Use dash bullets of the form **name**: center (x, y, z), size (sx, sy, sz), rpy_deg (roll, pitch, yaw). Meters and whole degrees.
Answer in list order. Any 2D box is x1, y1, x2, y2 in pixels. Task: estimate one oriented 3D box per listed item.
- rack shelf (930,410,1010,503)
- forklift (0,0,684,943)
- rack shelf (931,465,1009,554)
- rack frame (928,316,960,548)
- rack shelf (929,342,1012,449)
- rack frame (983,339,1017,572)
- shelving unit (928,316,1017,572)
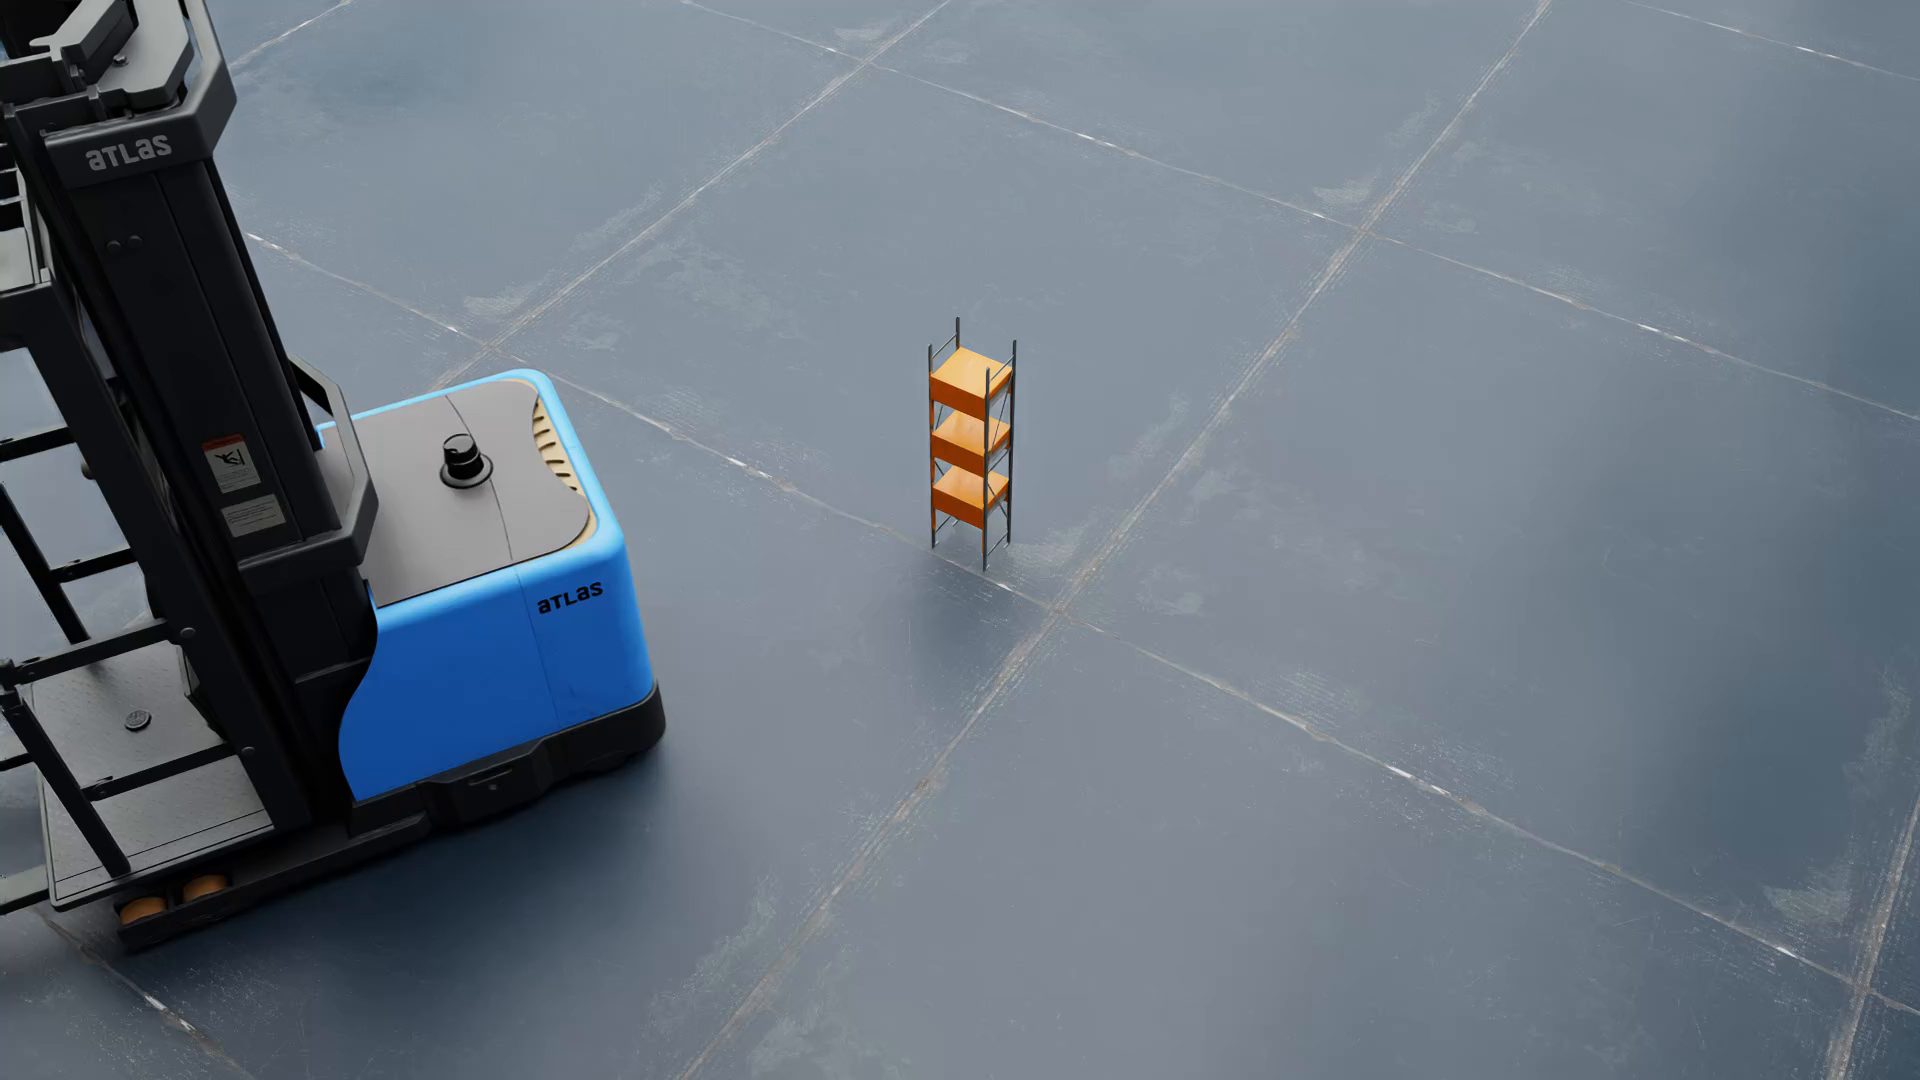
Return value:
- **rack shelf**: center (0.045, -0.338, 6.361), size (0.240, 0.259, 0.215), rpy_deg (25, 51, 22)
- **forklift**: center (-2.557, -0.151, 4.853), size (3.031, 2.935, 1.130), rpy_deg (-19, 49, -18)
- **rack shelf**: center (0.045, -0.144, 6.560), size (0.240, 0.259, 0.215), rpy_deg (25, 51, 22)
- **rack frame**: center (-0.058, -0.392, 6.399), size (0.008, 1.050, 0.200), rpy_deg (25, 51, 22)
- **rack shelf**: center (0.045, -0.536, 6.157), size (0.240, 0.259, 0.215), rpy_deg (25, 51, 22)
- **rack frame**: center (0.148, -0.298, 6.307), size (0.008, 1.050, 0.200), rpy_deg (25, 51, 22)
- **shelving unit**: center (0.045, -0.345, 6.353), size (0.252, 1.050, 0.215), rpy_deg (25, 51, 22)
